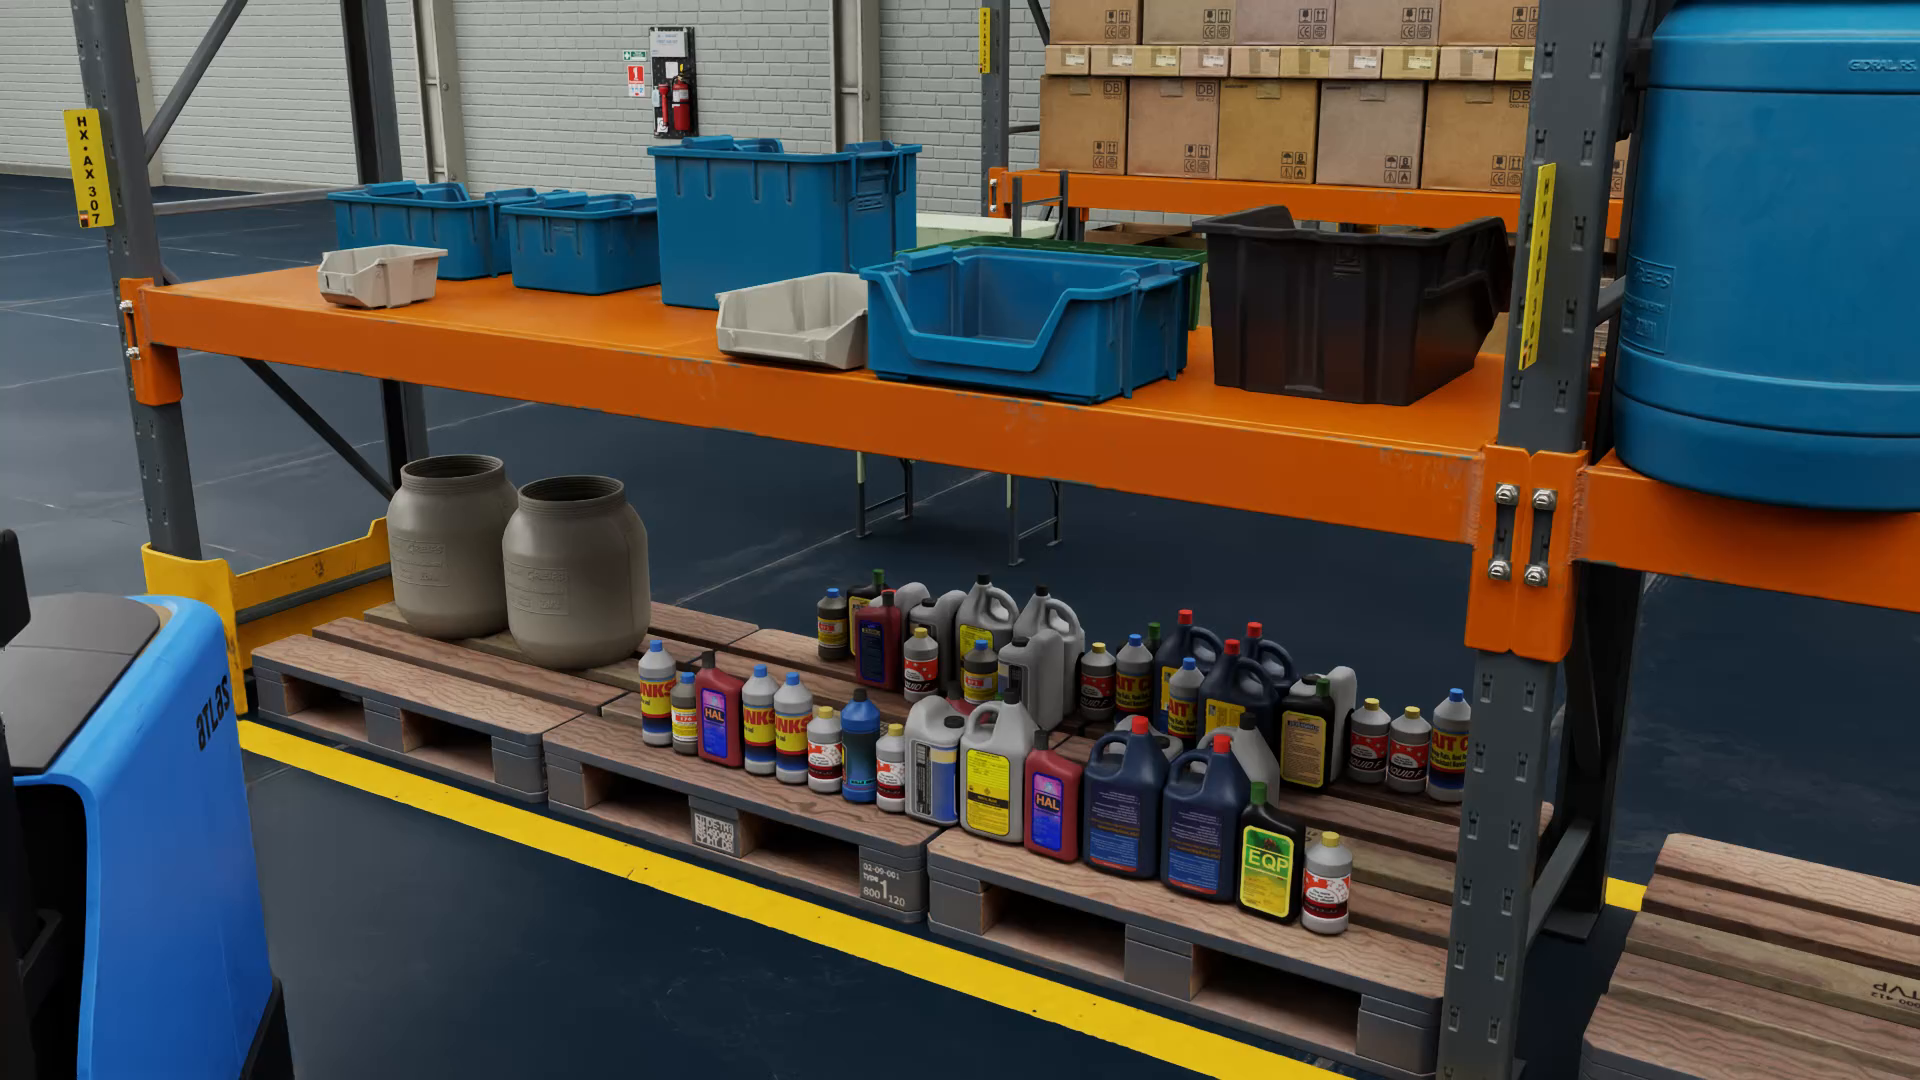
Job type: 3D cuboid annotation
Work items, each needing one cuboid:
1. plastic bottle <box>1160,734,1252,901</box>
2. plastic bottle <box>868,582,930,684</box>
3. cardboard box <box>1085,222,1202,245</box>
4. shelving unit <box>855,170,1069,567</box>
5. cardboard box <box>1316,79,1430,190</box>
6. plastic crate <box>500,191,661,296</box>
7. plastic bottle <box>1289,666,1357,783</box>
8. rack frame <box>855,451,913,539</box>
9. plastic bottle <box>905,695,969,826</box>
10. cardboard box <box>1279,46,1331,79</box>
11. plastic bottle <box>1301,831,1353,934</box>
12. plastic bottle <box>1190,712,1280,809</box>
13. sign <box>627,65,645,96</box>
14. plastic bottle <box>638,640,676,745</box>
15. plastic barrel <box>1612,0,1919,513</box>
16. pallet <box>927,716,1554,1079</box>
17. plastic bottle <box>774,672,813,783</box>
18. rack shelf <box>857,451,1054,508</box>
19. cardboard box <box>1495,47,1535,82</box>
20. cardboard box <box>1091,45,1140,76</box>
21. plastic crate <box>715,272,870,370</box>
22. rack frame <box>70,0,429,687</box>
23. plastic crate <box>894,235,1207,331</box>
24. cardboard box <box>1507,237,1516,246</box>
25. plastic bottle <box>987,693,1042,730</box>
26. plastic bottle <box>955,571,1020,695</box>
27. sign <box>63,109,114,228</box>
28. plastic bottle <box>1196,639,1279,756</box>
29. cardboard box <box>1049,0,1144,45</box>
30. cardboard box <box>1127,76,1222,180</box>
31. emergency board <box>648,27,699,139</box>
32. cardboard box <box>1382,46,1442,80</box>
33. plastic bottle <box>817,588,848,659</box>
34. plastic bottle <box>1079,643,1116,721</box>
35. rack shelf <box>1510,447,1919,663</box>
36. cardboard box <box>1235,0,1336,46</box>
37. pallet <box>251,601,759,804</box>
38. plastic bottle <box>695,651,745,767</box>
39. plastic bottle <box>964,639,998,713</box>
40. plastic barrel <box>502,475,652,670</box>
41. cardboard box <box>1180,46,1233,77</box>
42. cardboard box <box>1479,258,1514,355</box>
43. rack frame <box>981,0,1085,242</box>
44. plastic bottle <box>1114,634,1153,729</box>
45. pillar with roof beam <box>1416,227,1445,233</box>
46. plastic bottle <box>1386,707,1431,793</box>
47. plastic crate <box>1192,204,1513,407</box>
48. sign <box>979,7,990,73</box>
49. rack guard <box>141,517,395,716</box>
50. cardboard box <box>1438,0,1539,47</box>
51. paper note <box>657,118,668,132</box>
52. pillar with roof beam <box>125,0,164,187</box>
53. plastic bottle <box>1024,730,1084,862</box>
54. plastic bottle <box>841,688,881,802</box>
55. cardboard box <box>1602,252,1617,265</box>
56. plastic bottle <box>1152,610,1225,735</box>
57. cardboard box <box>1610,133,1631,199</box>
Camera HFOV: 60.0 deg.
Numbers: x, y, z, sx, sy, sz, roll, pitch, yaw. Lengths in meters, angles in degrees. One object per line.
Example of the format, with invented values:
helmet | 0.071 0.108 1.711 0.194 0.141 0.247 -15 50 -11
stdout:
plastic bottle | 0.537 0.585 3.596 0.185 0.351 0.144 10 19 29
plastic bottle | -0.177 0.255 4.812 0.135 0.276 0.152 10 20 30
cardboard box | 1.036 -1.517 9.431 0.500 0.500 0.500 10 20 30
shelving unit | -0.006 -0.719 6.667 0.755 1.500 0.431 10 20 30
cardboard box | 2.135 -2.019 8.195 0.500 0.500 0.700 11 20 32
plastic crate | -1.039 -0.881 4.875 0.408 0.251 0.499 10 20 30
plastic bottle | 0.904 0.448 4.176 0.135 0.276 0.152 11 20 32
rack frame | -0.318 -0.774 6.850 0.023 1.500 0.400 10 20 30
plastic bottle | -0.038 0.516 3.949 0.135 0.276 0.152 11 20 31
cardboard box | 1.744 -2.330 8.103 0.250 0.149 0.380 10 19 29
plastic bottle | 0.764 0.705 3.458 0.097 0.201 0.097 0 17 0
plastic bottle | 0.612 0.549 3.713 0.185 0.351 0.144 10 20 30
sign | -3.554 -5.040 18.252 0.234 0.329 0.001 10 20 30
plastic bottle | -0.790 0.394 4.361 0.097 0.271 0.097 0 17 0
plastic barrel | 1.407 -0.552 2.674 0.708 0.901 0.600 10 20 30
pallet | 0.686 0.776 3.963 1.213 0.211 1.003 10 20 30
plastic bottle | -0.413 0.461 4.139 0.097 0.271 0.097 0 17 0
rack shelf | -0.006 -0.407 6.761 0.720 0.370 0.431 10 20 30
cardboard box | 2.622 -2.174 7.588 0.250 0.149 0.380 10 20 30
cardboard box | 0.871 -2.486 8.616 0.250 0.149 0.380 10 19 29
plastic crate | -0.280 -0.504 3.832 0.437 0.136 0.530 10 20 30
rack frame | -2.172 -1.054 5.190 0.127 3.000 1.000 10 20 30
plastic crate | 0.227 -0.621 4.128 0.662 0.188 0.450 10 20 30
cardboard box | 4.041 -2.217 12.889 0.500 0.311 0.500 12 21 35
plastic bottle | 0.130 0.509 3.960 0.133 0.283 0.061 10 20 30
plastic bottle | 0.084 0.264 4.652 0.185 0.351 0.144 11 20 32
sign | -2.464 -1.051 4.704 0.005 0.325 0.100 10 20 30
plastic bottle | 0.690 0.421 4.133 0.185 0.351 0.144 10 20 30
cardboard box | 0.860 -2.867 8.753 0.500 0.500 0.700 10 20 30
cardboard box | 1.264 -2.175 8.709 0.500 0.500 0.700 11 20 31
emergency board | -3.137 -4.913 17.896 0.643 1.169 0.194 10 20 30
cardboard box | 2.179 -2.252 7.844 0.250 0.149 0.380 11 20 32
plastic bottle | -0.378 0.245 4.971 0.097 0.201 0.097 0 17 0
plastic bottle | 0.376 0.380 4.528 0.097 0.201 0.097 0 17 0
rack shelf | 2.941 0.203 2.290 4.000 0.370 1.077 10 20 30
cardboard box | 1.741 -2.712 8.243 0.500 0.500 0.700 10 20 30
pallet | -1.393 0.405 5.185 1.213 0.211 1.003 10 20 30
plastic bottle | -0.607 0.427 4.231 0.133 0.283 0.061 10 20 31
plastic bottle | 0.058 0.372 4.553 0.097 0.201 0.097 0 17 0
plastic barrel | -1.144 0.093 4.973 0.421 0.512 0.421 0 17 0
cardboard box | 1.297 -2.409 8.362 0.250 0.149 0.380 10 19 29
cardboard box | 2.474 -1.086 8.015 0.500 0.500 0.500 10 20 30
rack frame | 0.423 -2.280 9.227 0.127 3.000 1.000 10 20 30
plastic bottle | 0.460 0.382 4.400 0.097 0.271 0.097 0 17 0
pillar with roof beam | 1.809 -5.420 9.241 0.400 9.000 9.100 10 20 30
plastic bottle | 1.108 0.510 4.098 0.097 0.201 0.097 0 17 0
plastic crate | 0.857 -0.527 3.562 0.504 0.338 0.767 10 20 30
sign | 0.128 -2.596 8.640 0.005 0.325 0.100 10 20 30
rack guard | -2.083 0.142 5.554 0.348 0.500 1.175 10 20 30
cardboard box | 2.593 -2.559 7.741 0.500 0.500 0.700 10 20 30
paper note | -3.251 -4.536 18.169 0.142 0.148 0.016 10 20 30
pillar with roof beam | -13.529 -8.158 18.254 0.400 9.000 9.100 10 20 30
plastic bottle | 0.213 0.573 3.749 0.133 0.283 0.061 12 20 34
plastic bottle | -0.240 0.492 4.038 0.097 0.271 0.097 0 17 0
cardboard box | 3.170 -1.138 8.185 0.500 0.500 0.500 10 20 30
plastic bottle | 0.605 0.357 4.346 0.185 0.351 0.144 9 19 28
cardboard box | 2.998 -1.864 7.686 0.500 0.500 0.700 10 20 29
